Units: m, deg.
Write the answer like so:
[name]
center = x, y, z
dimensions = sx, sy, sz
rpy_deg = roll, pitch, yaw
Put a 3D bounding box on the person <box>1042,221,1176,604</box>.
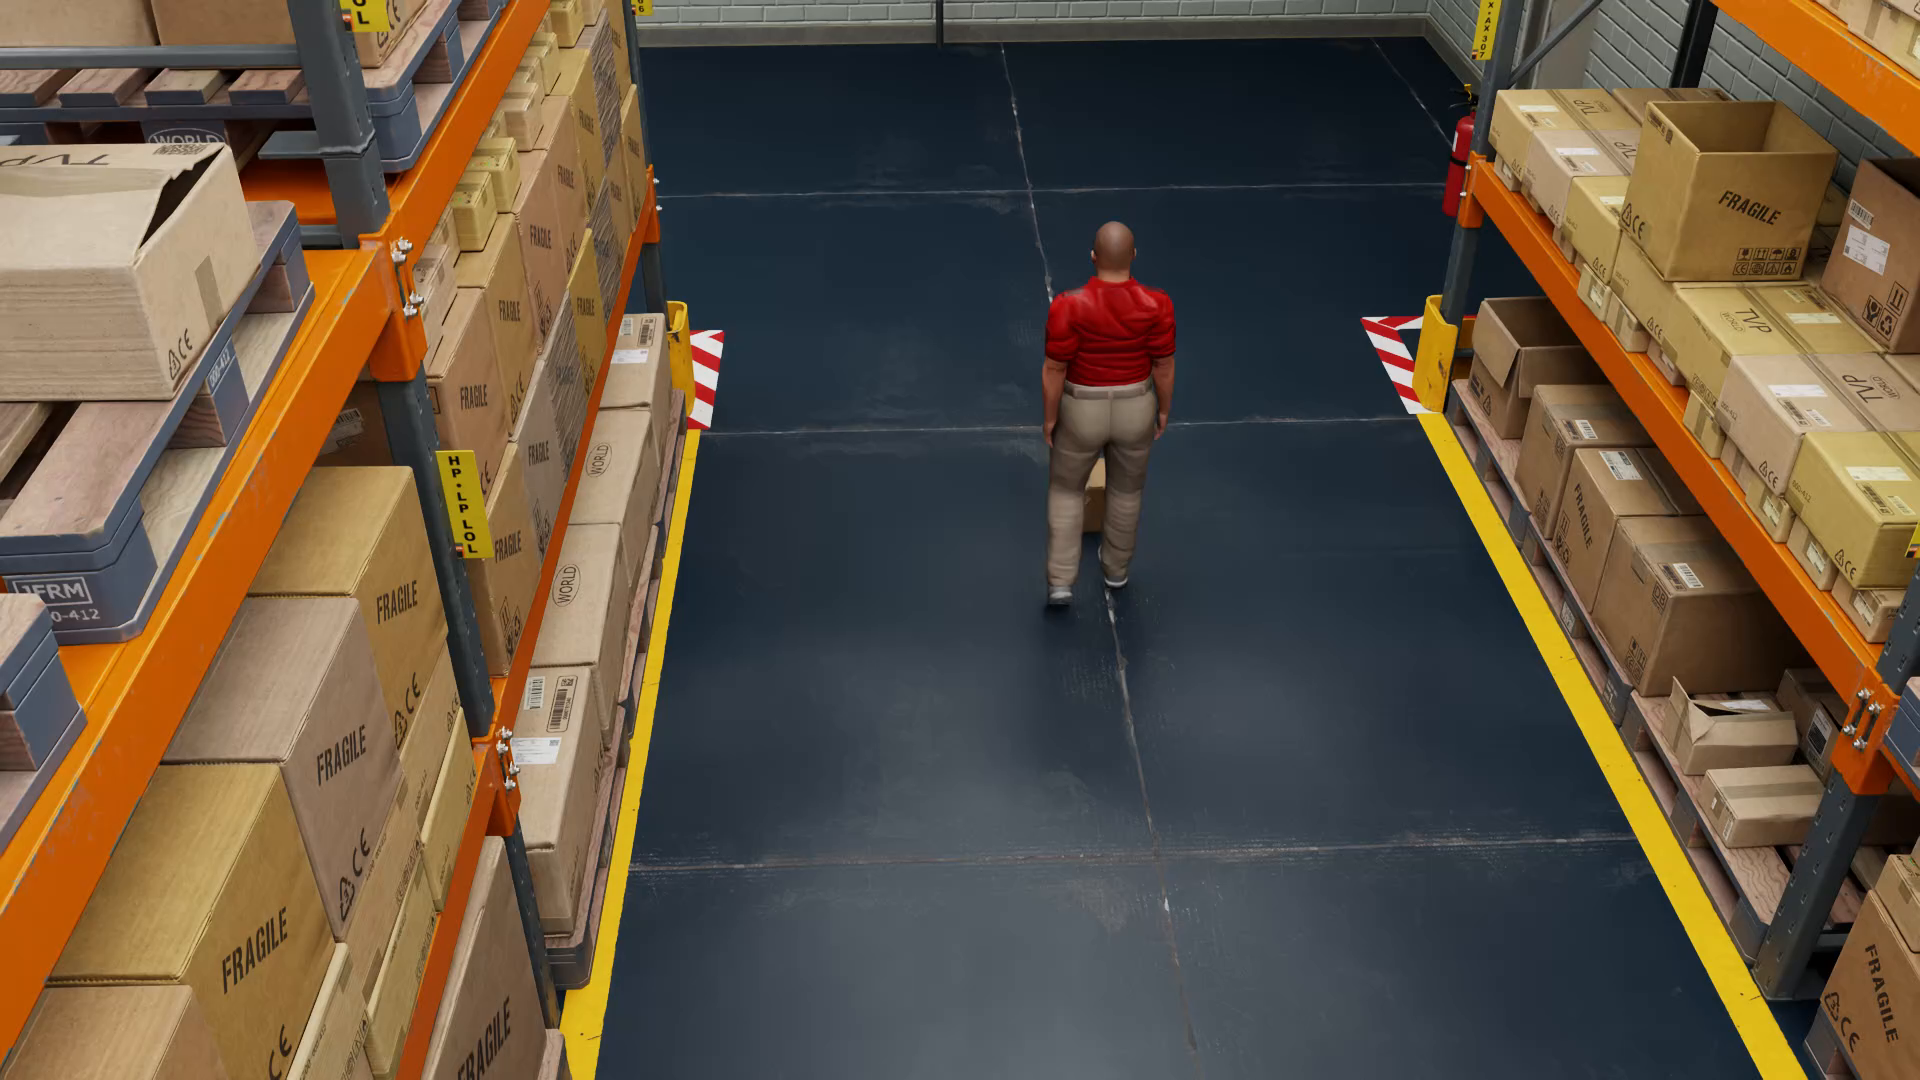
[person]
center = 0.601, -0.494, 6.933
dimensions = 0.546, 1.806, 0.504
rpy_deg = -1, 35, -2
